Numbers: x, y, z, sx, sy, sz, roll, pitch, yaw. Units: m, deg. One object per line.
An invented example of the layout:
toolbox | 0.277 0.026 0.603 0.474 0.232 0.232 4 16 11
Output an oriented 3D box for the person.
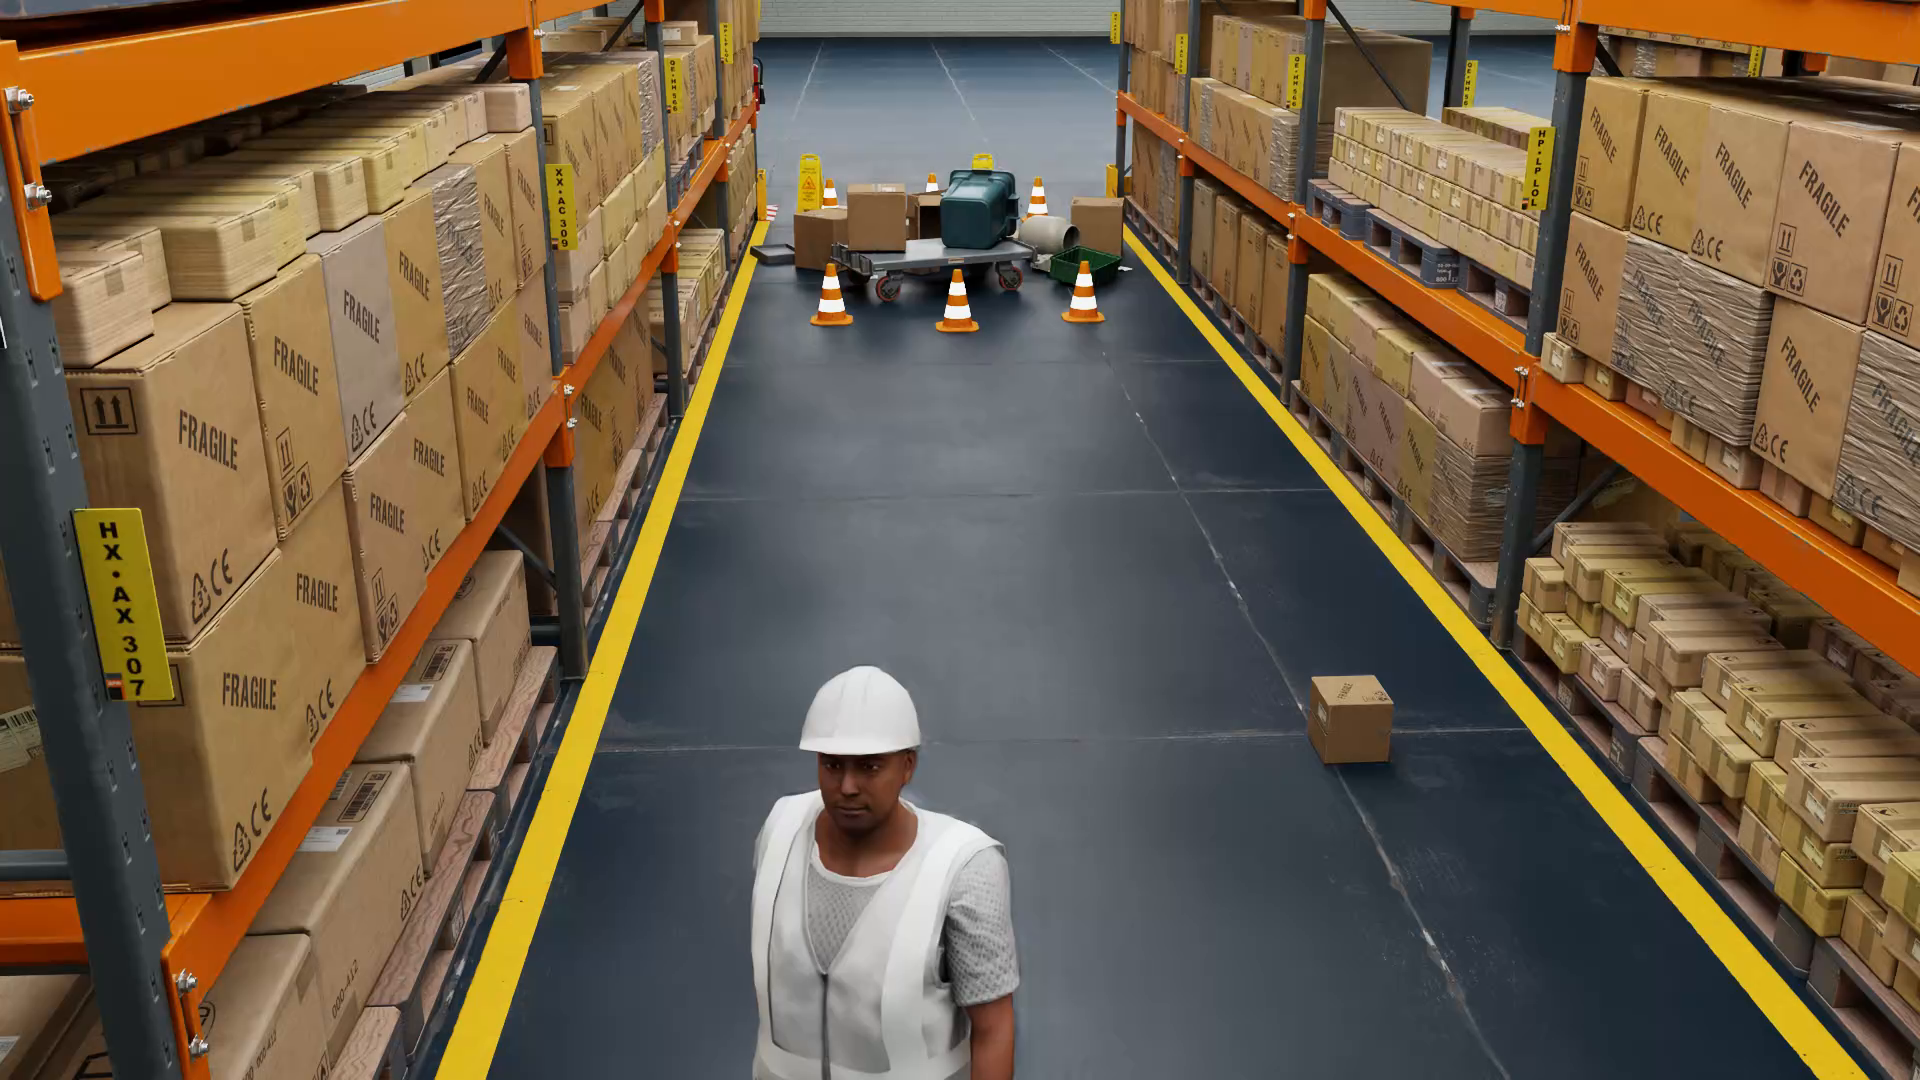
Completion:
person | -0.186 1.083 3.114 0.600 1.744 1.018 7 21 19
